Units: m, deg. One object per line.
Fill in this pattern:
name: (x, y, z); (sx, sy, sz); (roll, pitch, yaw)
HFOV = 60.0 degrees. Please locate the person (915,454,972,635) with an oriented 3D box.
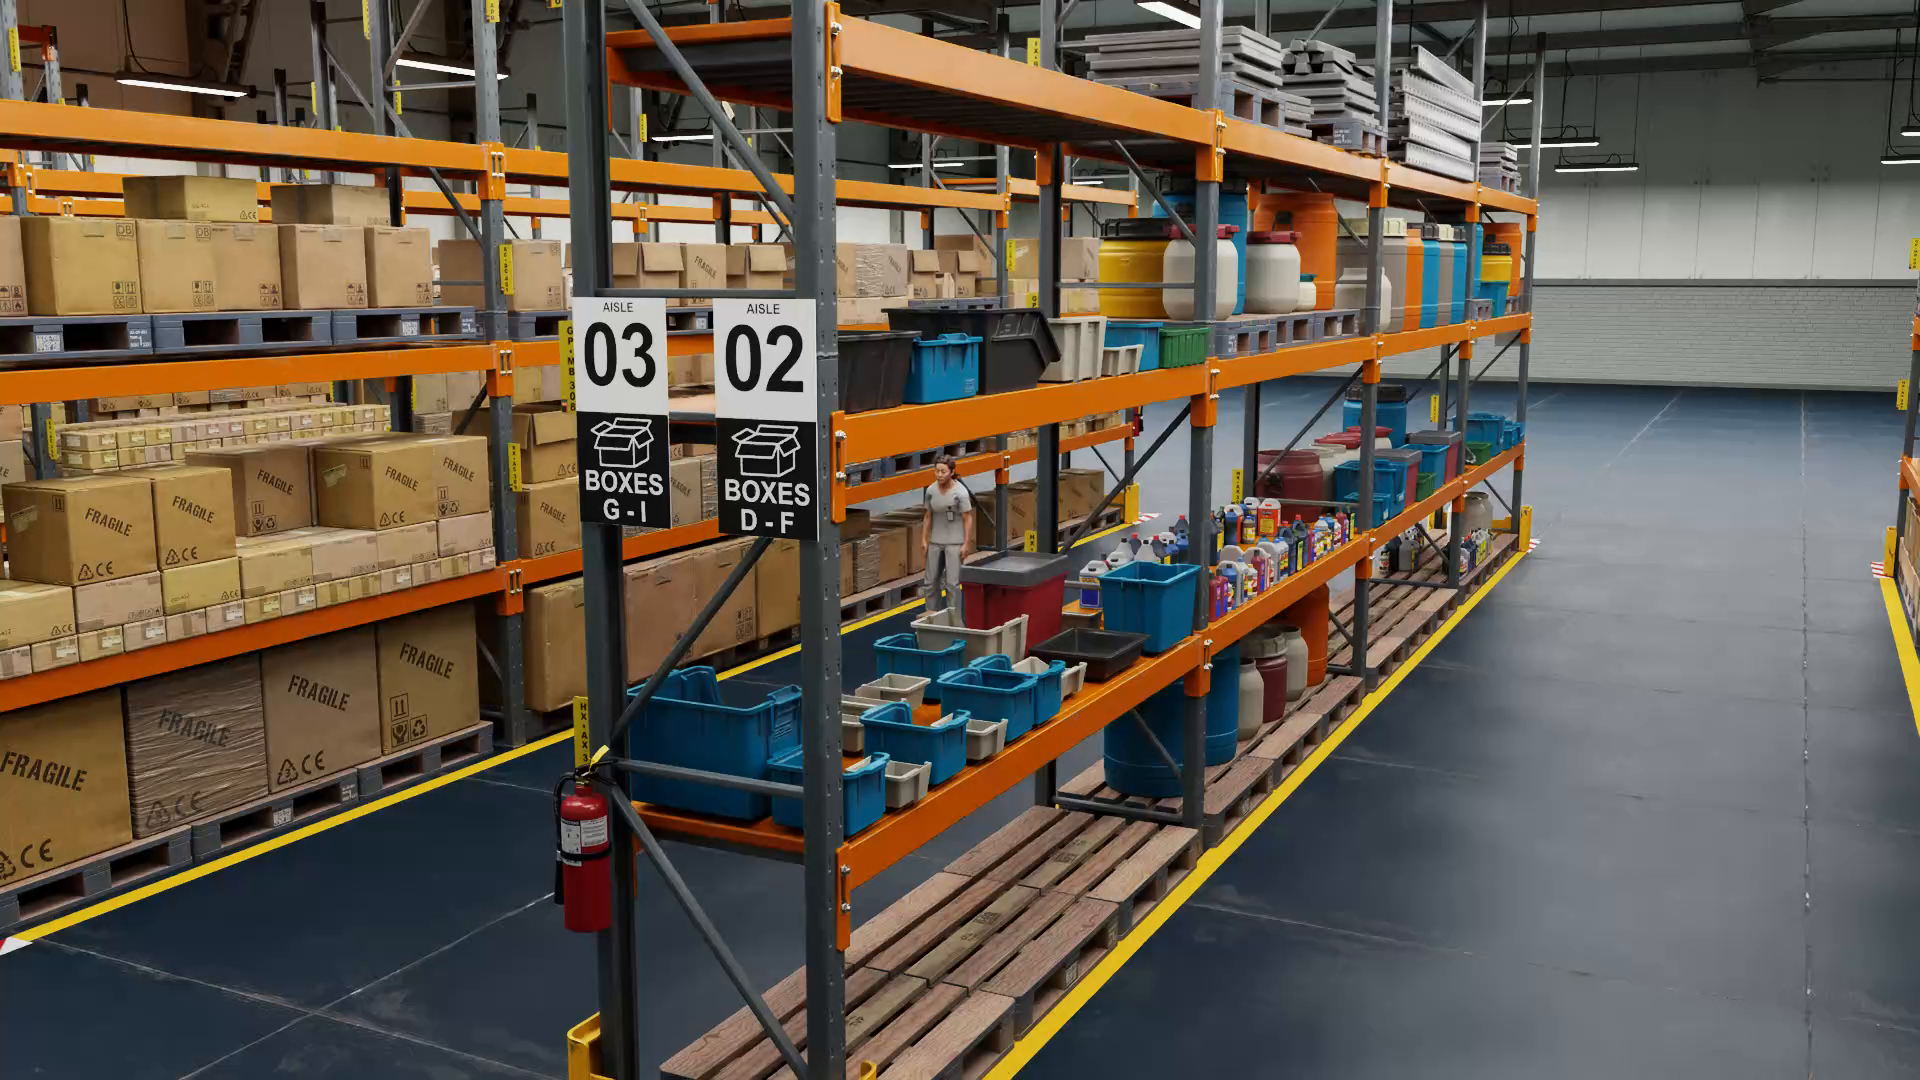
person: (-0.139, 0.055, 15.034); (0.485, 1.672, 0.408); (5, 10, 26)
